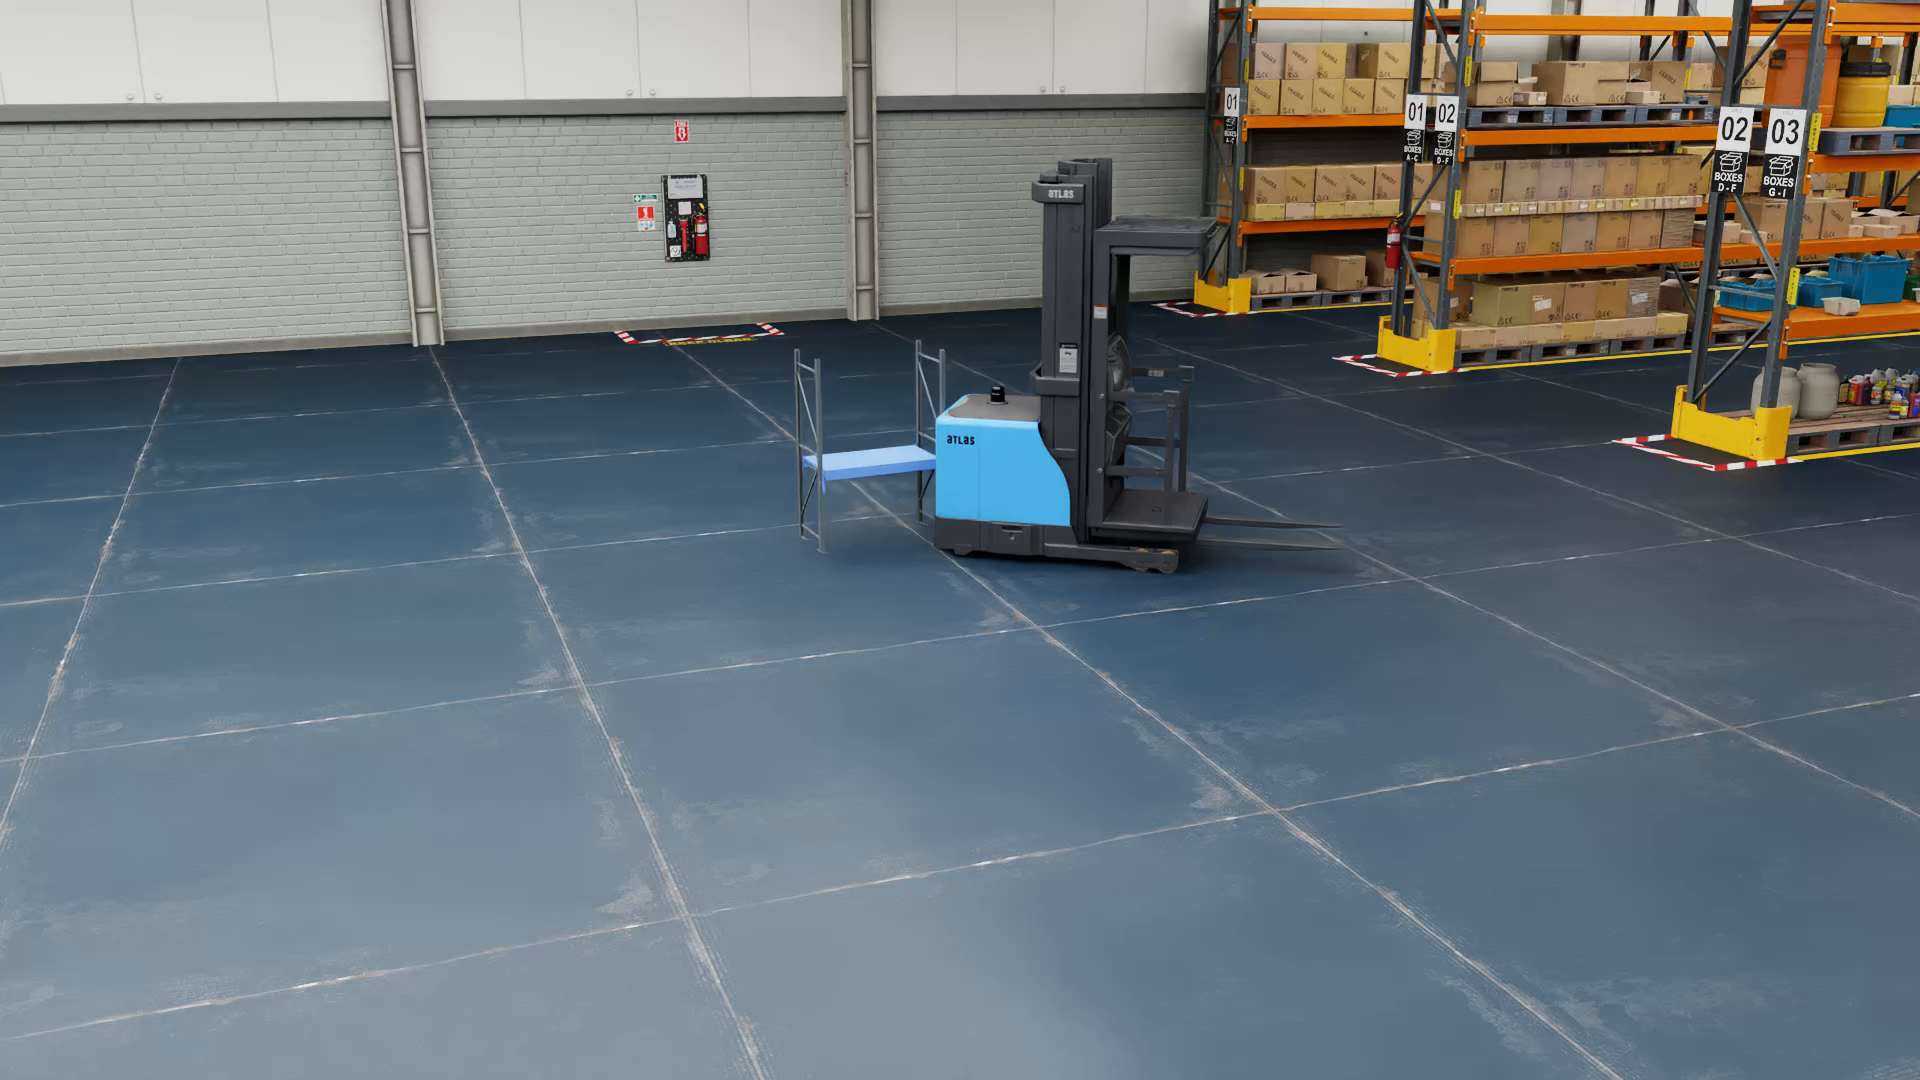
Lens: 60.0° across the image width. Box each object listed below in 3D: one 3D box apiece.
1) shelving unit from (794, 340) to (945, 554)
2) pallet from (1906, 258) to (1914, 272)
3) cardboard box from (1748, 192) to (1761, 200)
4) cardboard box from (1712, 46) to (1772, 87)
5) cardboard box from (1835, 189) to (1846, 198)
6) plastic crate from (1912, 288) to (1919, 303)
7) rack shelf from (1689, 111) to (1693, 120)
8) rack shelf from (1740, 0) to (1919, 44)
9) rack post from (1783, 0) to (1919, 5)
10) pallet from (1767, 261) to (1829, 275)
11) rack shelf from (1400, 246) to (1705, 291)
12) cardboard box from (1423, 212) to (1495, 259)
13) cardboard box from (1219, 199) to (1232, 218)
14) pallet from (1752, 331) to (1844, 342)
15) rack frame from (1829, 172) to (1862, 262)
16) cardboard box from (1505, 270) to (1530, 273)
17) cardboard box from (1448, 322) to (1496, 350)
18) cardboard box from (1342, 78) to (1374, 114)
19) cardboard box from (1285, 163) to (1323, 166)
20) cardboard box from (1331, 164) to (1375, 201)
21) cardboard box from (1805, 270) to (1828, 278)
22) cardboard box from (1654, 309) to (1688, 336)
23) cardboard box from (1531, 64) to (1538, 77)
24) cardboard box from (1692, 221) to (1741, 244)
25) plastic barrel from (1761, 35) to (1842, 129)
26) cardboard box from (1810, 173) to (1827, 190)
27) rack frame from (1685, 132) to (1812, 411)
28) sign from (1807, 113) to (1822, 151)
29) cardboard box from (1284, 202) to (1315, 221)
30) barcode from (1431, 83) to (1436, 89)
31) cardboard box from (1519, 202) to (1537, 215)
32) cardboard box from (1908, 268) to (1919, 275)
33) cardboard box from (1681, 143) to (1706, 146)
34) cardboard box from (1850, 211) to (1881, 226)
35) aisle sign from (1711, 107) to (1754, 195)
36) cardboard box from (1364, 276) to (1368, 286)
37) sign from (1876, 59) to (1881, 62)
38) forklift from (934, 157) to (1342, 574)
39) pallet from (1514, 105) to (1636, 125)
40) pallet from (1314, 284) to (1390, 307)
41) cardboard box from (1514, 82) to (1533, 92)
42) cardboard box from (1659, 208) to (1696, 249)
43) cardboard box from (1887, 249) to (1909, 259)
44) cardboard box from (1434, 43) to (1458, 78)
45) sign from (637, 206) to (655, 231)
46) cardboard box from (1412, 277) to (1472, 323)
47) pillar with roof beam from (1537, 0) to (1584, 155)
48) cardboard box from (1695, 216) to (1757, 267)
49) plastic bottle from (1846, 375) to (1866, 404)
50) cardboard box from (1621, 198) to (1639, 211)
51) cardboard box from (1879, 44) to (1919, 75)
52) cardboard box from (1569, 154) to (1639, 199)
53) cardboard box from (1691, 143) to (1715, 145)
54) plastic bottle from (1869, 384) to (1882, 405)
[{"bbox_3d":[-0.694,-0.741,12.960,1.048,1.500,0.538,-8,18,-24],"label":"shelving unit"},{"bbox_3d":[16.946,-4.987,29.707,1.213,0.211,1.003,-6,17,-20],"label":"pallet"},{"bbox_3d":[13.151,-5.761,27.801,0.250,0.149,0.380,-6,17,-20],"label":"cardboard box"},{"bbox_3d":[9.963,-6.016,21.127,0.500,0.500,0.500,-6,17,-19],"label":"cardboard box"},{"bbox_3d":[14.853,-5.926,28.363,0.250,0.149,0.380,-6,17,-20],"label":"cardboard box"},{"bbox_3d":[9.716,-2.375,16.330,0.437,0.136,0.530,-6,17,-20],"label":"plastic crate"},{"bbox_3d":[13.200,-7.037,27.692,4.000,0.370,1.077,-6,17,-20],"label":"rack shelf"},{"bbox_3d":[9.274,-4.872,15.703,4.000,0.370,1.077,-6,17,-20],"label":"rack shelf"},{"bbox_3d":[8.158,-5.010,15.075,0.954,0.300,0.937,-4,17,-14],"label":"rack post"},{"bbox_3d":[14.374,-4.709,28.761,1.213,0.211,1.003,-6,17,-20],"label":"pallet"},{"bbox_3d":[7.505,-3.489,20.931,4.000,0.370,1.077,-6,17,-20],"label":"rack shelf"},{"bbox_3d":[6.078,-3.724,20.278,0.500,0.500,0.700,-6,17,-20],"label":"cardboard box"},{"bbox_3d":[4.229,-4.971,24.933,0.500,0.250,0.500,-6,17,-19],"label":"cardboard box"},{"bbox_3d":[11.188,-2.906,22.620,1.213,0.211,1.003,-6,17,-20],"label":"pallet"},{"bbox_3d":[15.067,-6.145,28.700,0.127,3.000,1.000,-6,17,-20],"label":"rack frame"},{"bbox_3d":[8.743,-4.494,26.734,0.500,0.500,0.700,-7,18,-21],"label":"cardboard box"},{"bbox_3d":[6.218,-2.510,20.456,0.500,0.250,0.500,-6,17,-20],"label":"cardboard box"},{"bbox_3d":[5.754,-6.558,24.569,0.500,0.500,0.500,-5,17,-17],"label":"cardboard box"},{"bbox_3d":[5.181,-5.437,25.191,0.500,0.500,0.500,-7,18,-22],"label":"cardboard box"},{"bbox_3d":[5.843,-5.354,24.908,0.500,0.500,0.500,-6,17,-18],"label":"cardboard box"},{"bbox_3d":[12.027,-3.559,23.035,0.500,0.311,0.500,-7,18,-21],"label":"cardboard box"},{"bbox_3d":[9.018,-2.813,21.490,0.500,0.250,0.500,-6,17,-20],"label":"cardboard box"},{"bbox_3d":[9.288,-7.186,25.997,0.500,0.500,0.500,-7,18,-22],"label":"cardboard box"},{"bbox_3d":[9.817,-4.025,21.746,0.500,0.250,0.500,-5,17,-17],"label":"cardboard box"},{"bbox_3d":[7.815,-4.258,15.442,0.708,0.830,0.600,-6,17,-20],"label":"plastic barrel"},{"bbox_3d":[14.254,-6.178,28.073,0.500,0.500,0.500,-6,17,-20],"label":"cardboard box"},{"bbox_3d":[7.407,-2.329,15.704,0.127,3.000,1.000,-6,17,-20],"label":"rack frame"},{"bbox_3d":[7.600,-3.627,14.786,0.005,0.325,0.100,-6,17,-20],"label":"sign"},{"bbox_3d":[4.911,-4.895,24.673,0.500,0.250,0.500,-7,18,-22],"label":"cardboard box"},{"bbox_3d":[5.747,-5.507,20.175,0.075,0.075,0.001,-6,17,-20],"label":"barcode"},{"bbox_3d":[6.797,-4.051,20.242,0.250,0.149,0.380,-6,18,-21],"label":"cardboard box"},{"bbox_3d":[13.898,-3.607,23.712,0.500,0.500,0.500,-5,17,-18],"label":"cardboard box"},{"bbox_3d":[12.148,-6.467,27.725,0.500,0.250,0.500,-7,18,-22],"label":"cardboard box"},{"bbox_3d":[12.204,-4.357,22.769,0.500,0.311,0.500,-6,18,-21],"label":"cardboard box"},{"bbox_3d":[7.233,-3.647,15.579,0.004,0.787,0.394,-6,17,-20],"label":"aisle sign"},{"bbox_3d":[6.096,-4.026,25.762,0.250,0.149,0.380,-8,18,-25],"label":"cardboard box"},{"bbox_3d":[15.271,-7.842,27.678,0.005,0.325,0.100,-6,17,-20],"label":"sign"},{"bbox_3d":[1.375,-1.324,12.403,3.031,2.935,1.130,4,17,13],"label":"forklift"},{"bbox_3d":[7.448,-5.218,20.375,1.213,0.211,1.003,-6,17,-20],"label":"pallet"},{"bbox_3d":[5.841,-3.799,25.662,1.213,0.211,1.003,-6,17,-20],"label":"pallet"},{"bbox_3d":[6.619,-5.454,20.295,0.500,0.250,0.500,-6,17,-20],"label":"cardboard box"},{"bbox_3d":[8.961,-4.037,21.345,0.500,0.500,0.700,-7,18,-22],"label":"cardboard box"},{"bbox_3d":[16.273,-5.245,29.328,0.500,0.500,0.700,-6,18,-21],"label":"cardboard box"},{"bbox_3d":[7.226,-7.193,24.958,0.500,0.500,0.500,-8,18,-25],"label":"cardboard box"},{"bbox_3d":[-4.271,-4.378,22.619,0.234,0.329,0.001,-6,17,-20],"label":"sign"},{"bbox_3d":[6.032,-3.007,20.817,0.500,0.500,0.500,-6,17,-20],"label":"cardboard box"},{"bbox_3d":[11.349,-7.584,22.953,0.400,9.000,9.100,-6,17,-20],"label":"pillar with roof beam"},{"bbox_3d":[12.886,-5.038,28.001,0.750,0.750,0.750,-6,17,-20],"label":"cardboard box"},{"bbox_3d":[9.210,-1.552,17.111,0.135,0.276,0.152,-6,17,-20],"label":"plastic bottle"},{"bbox_3d":[8.245,-4.209,20.778,0.250,0.149,0.380,-6,17,-20],"label":"cardboard box"},{"bbox_3d":[15.833,-8.120,28.113,0.500,0.500,0.500,-6,18,-21],"label":"cardboard box"},{"bbox_3d":[8.022,-4.558,20.816,0.500,0.500,0.700,-6,17,-20],"label":"cardboard box"},{"bbox_3d":[12.628,-6.518,27.898,0.500,0.250,0.500,-7,18,-21],"label":"cardboard box"},{"bbox_3d":[9.402,-1.499,17.064,0.097,0.201,0.097,0,16,0],"label":"plastic bottle"}]
